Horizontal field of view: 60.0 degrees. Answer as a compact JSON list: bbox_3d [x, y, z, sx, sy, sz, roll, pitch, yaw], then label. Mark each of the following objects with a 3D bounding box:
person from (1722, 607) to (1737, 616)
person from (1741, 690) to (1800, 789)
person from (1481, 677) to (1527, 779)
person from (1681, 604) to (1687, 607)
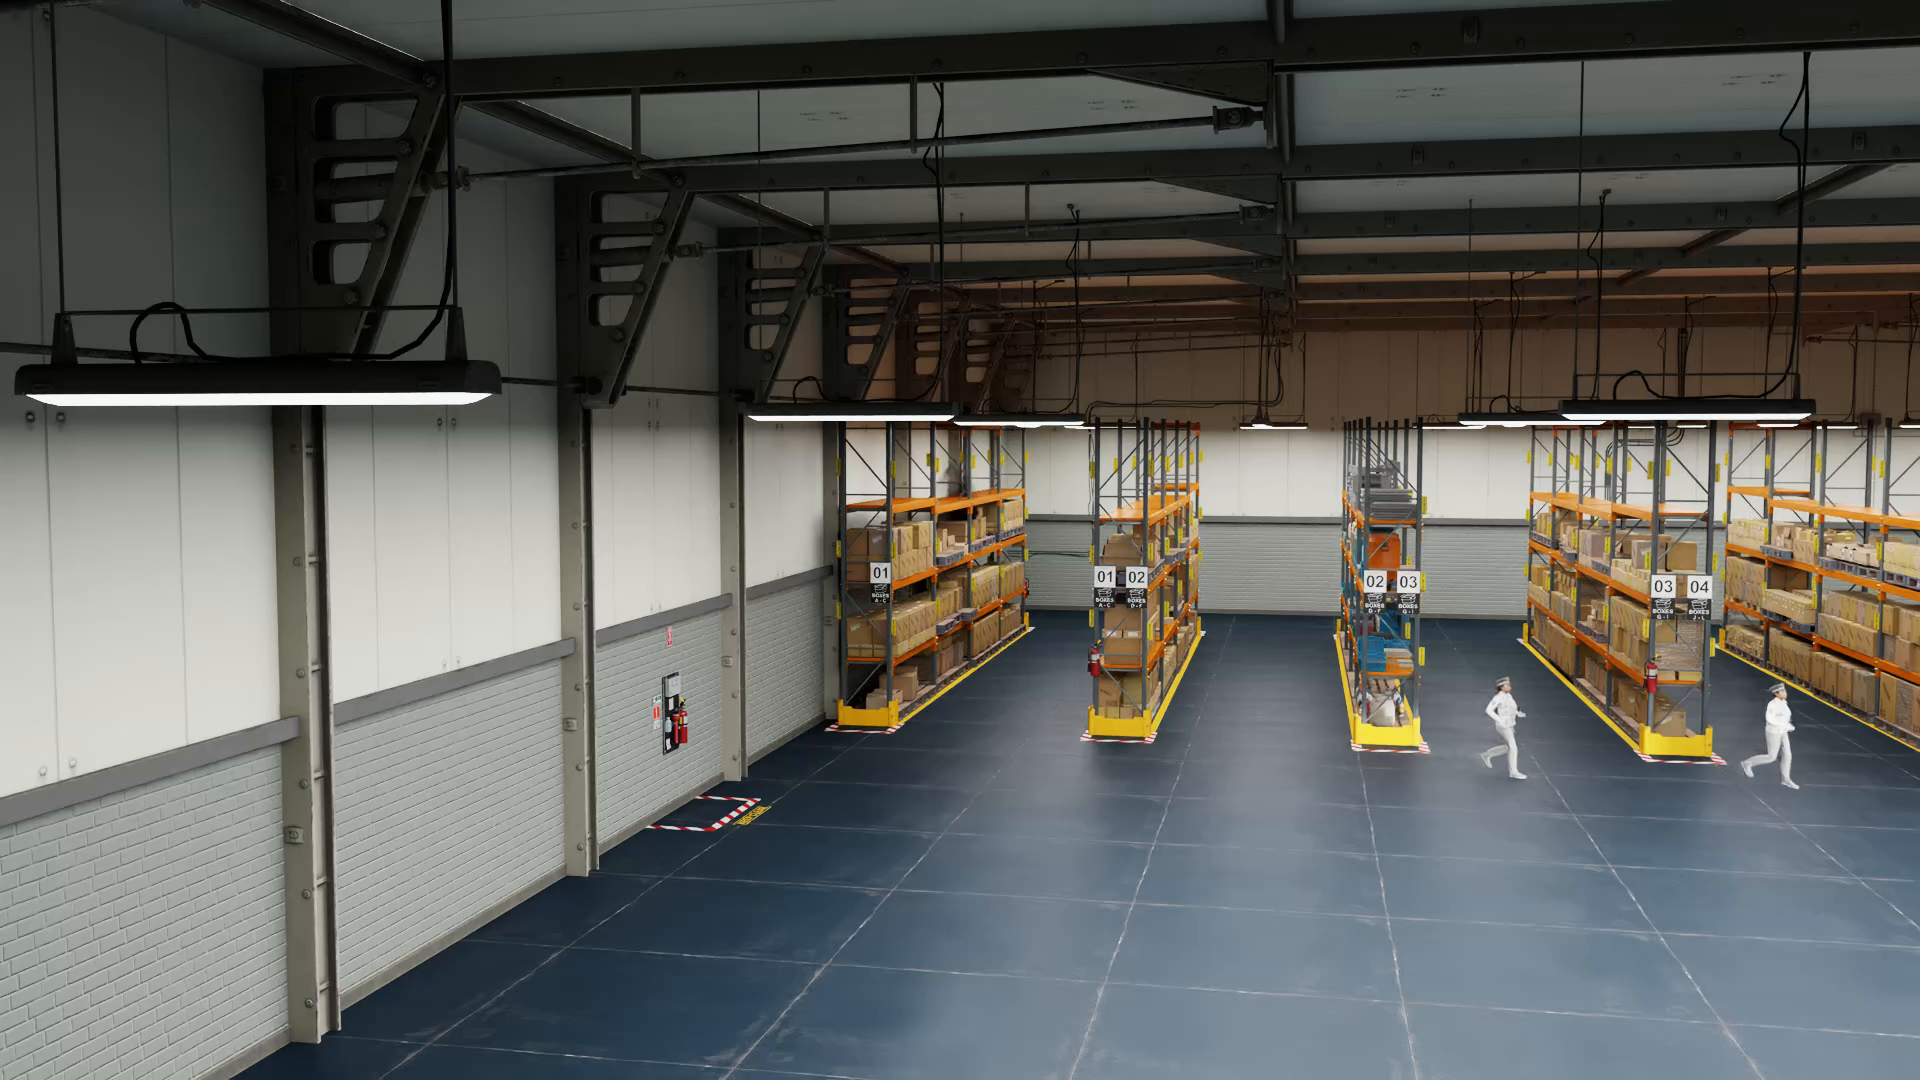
[{"bbox_3d":[21.054,2.038,45.274,0.591,1.560,0.581,0,4,7],"label":"person"},{"bbox_3d":[13.188,3.164,26.960,0.626,1.653,0.867,-3,5,-42],"label":"person"},{"bbox_3d":[9.030,3.090,27.611,0.829,1.668,0.626,3,5,43],"label":"person"},{"bbox_3d":[19.057,2.022,44.232,0.680,1.698,0.649,2,4,30],"label":"person"}]
